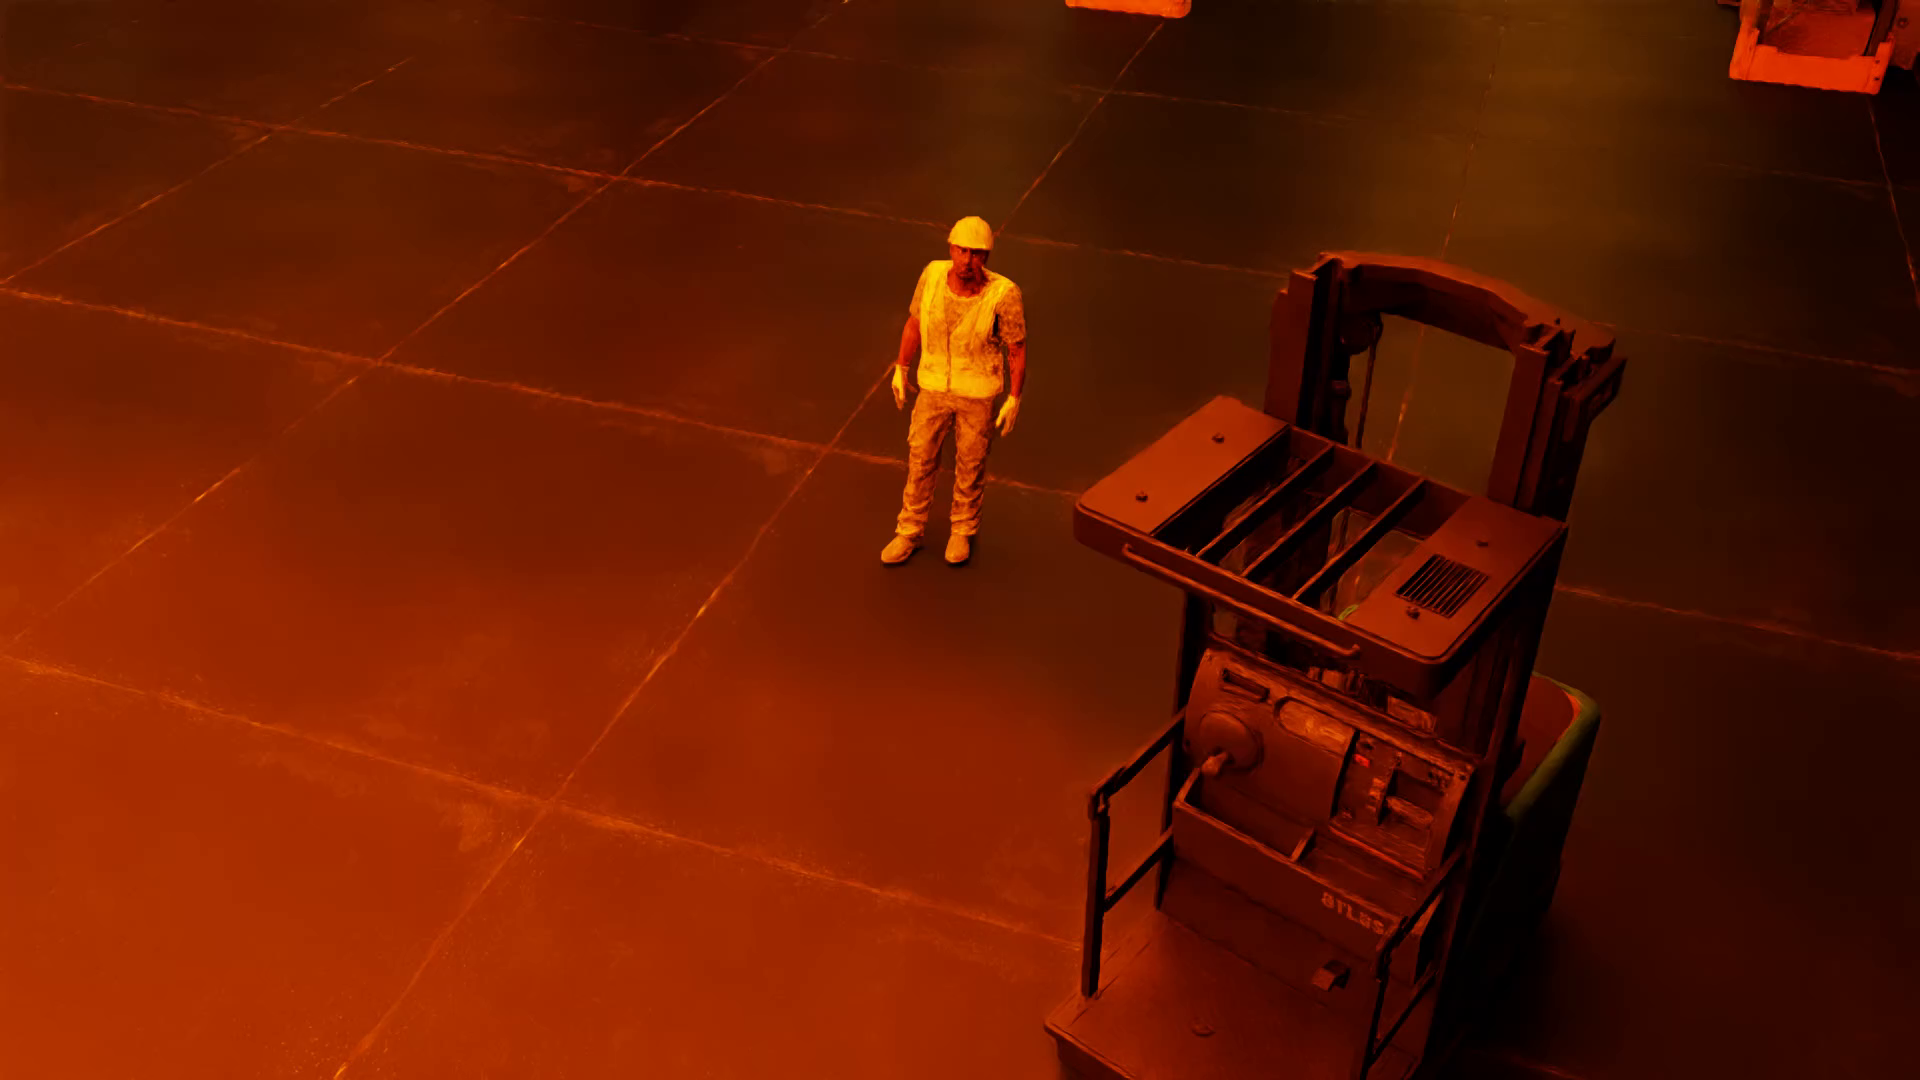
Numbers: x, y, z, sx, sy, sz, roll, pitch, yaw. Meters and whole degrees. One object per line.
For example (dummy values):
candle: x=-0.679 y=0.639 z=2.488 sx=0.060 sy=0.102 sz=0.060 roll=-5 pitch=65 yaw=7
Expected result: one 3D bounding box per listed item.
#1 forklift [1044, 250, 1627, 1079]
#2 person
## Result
forklift: x=1.000 y=0.734 z=5.075 sx=1.130 sy=2.935 sz=3.031 roll=25 pitch=43 yaw=31
person: x=-0.032 y=-0.695 z=8.072 sx=0.655 sy=1.782 sz=0.576 roll=12 pitch=37 yaw=16
